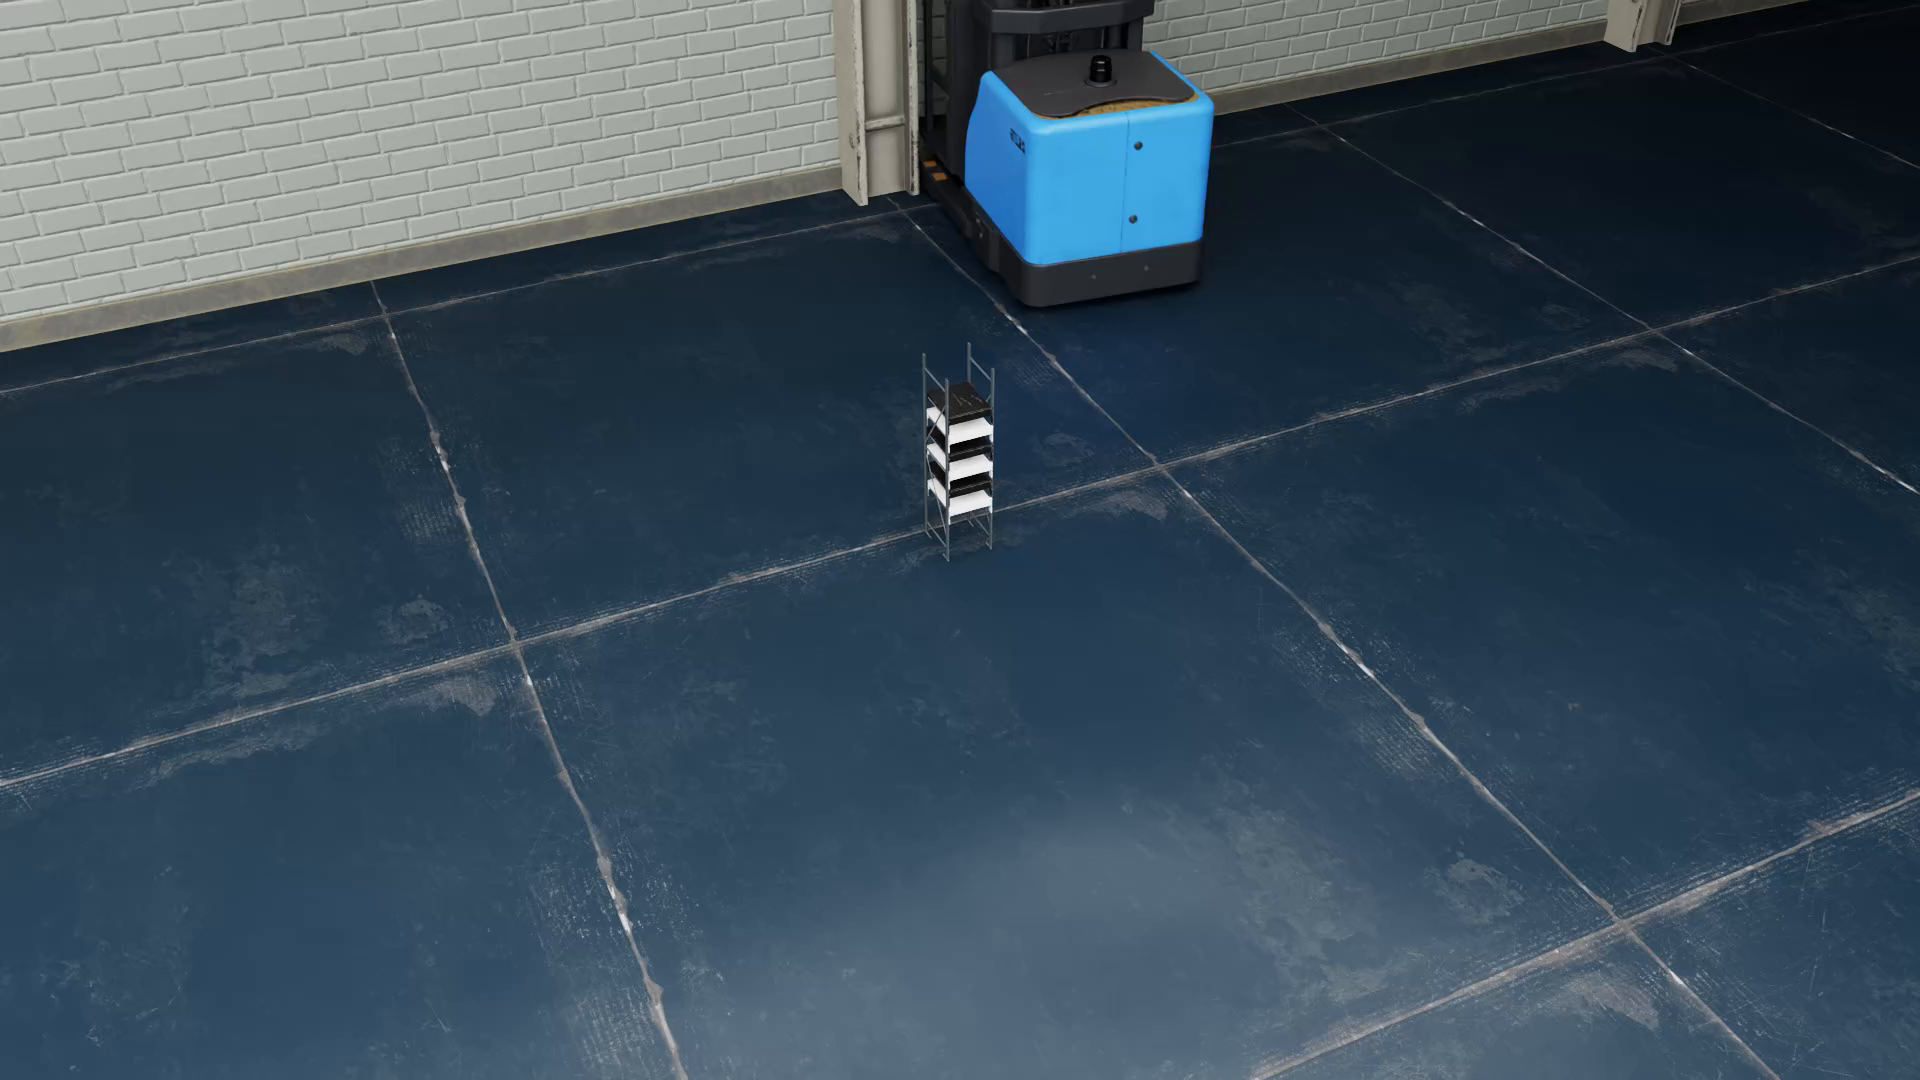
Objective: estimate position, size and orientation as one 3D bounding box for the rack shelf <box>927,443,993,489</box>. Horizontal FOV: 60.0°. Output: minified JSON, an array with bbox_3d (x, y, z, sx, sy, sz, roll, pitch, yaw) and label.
[{"bbox_3d":[-0.007,-0.333,6.999,0.200,0.077,0.258,-16,39,-20],"label":"rack shelf"}]

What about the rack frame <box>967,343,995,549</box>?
[{"bbox_3d":[0.085,-0.385,7.014,0.006,0.900,0.240,-16,39,-20],"label":"rack frame"}]

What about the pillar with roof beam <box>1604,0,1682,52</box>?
[{"bbox_3d":[6.776,-4.942,6.359,0.400,9.000,9.100,-16,39,-20],"label":"pillar with roof beam"}]

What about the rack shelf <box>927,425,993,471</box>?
[{"bbox_3d":[-0.007,-0.405,6.945,0.200,0.077,0.258,-16,39,-20],"label":"rack shelf"}]

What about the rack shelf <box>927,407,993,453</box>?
[{"bbox_3d":[-0.007,-0.477,6.892,0.200,0.077,0.258,-16,39,-20],"label":"rack shelf"}]

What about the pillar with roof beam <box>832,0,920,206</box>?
[{"bbox_3d":[1.344,-3.423,4.312,0.400,9.000,9.100,-16,39,-20],"label":"pillar with roof beam"}]

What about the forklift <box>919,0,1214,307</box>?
[{"bbox_3d":[0.369,-3.288,9.223,1.130,2.935,3.031,-11,38,-15],"label":"forklift"}]

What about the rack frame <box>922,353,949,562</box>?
[{"bbox_3d":[-0.099,-0.334,6.944,0.006,0.900,0.240,-16,39,-20],"label":"rack frame"}]

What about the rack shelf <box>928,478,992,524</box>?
[{"bbox_3d":[-0.007,-0.188,7.106,0.200,0.077,0.258,-16,39,-20],"label":"rack shelf"}]

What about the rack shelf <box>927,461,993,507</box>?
[{"bbox_3d":[-0.007,-0.260,7.053,0.200,0.077,0.258,-16,39,-20],"label":"rack shelf"}]

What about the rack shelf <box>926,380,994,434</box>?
[{"bbox_3d":[-0.007,-0.549,6.838,0.200,0.077,0.258,-16,39,-20],"label":"rack shelf"}]

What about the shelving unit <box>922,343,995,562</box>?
[{"bbox_3d":[-0.007,-0.359,6.979,0.210,0.900,0.258,-16,39,-20],"label":"shelving unit"}]
